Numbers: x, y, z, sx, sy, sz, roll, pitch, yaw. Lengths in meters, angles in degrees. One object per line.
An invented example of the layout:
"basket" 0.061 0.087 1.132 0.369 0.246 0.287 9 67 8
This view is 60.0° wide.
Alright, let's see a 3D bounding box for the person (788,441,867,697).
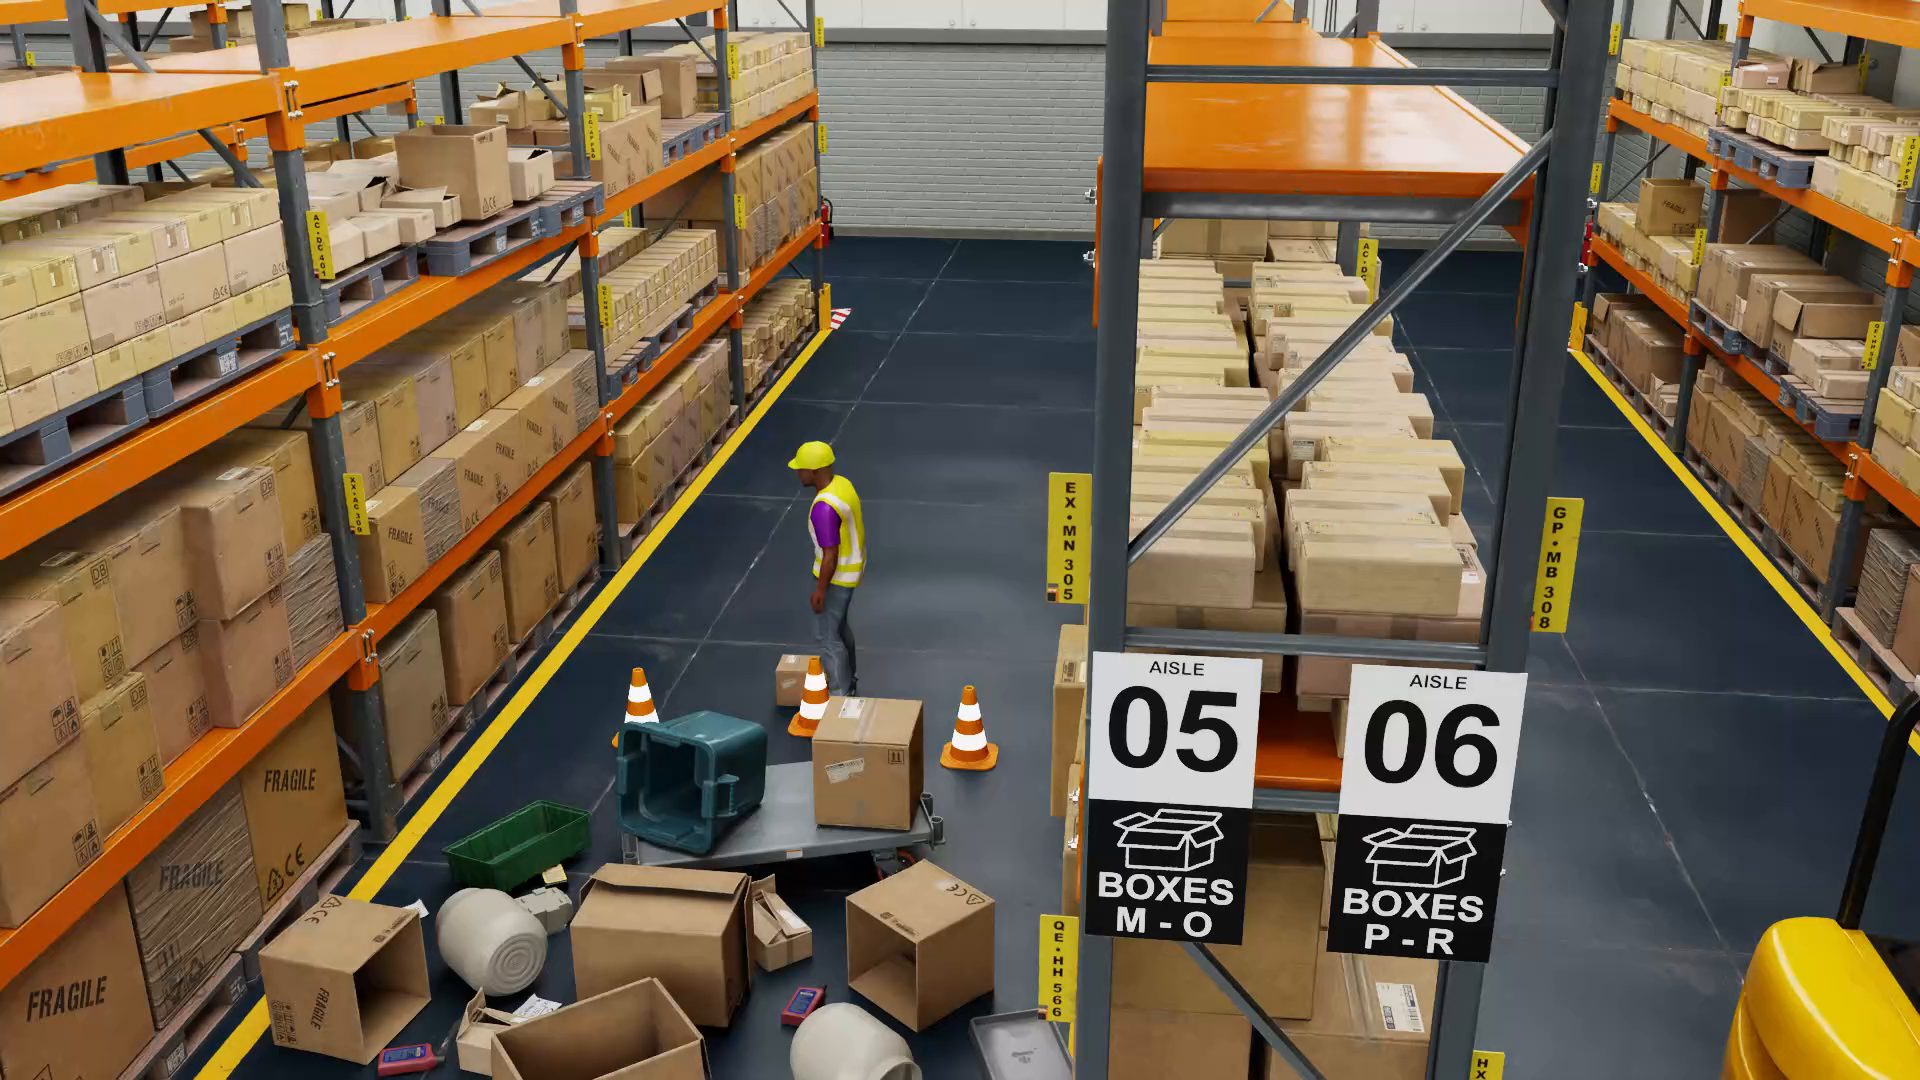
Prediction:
"person" -0.824 0.215 10.503 0.462 1.757 0.628 2 21 6
